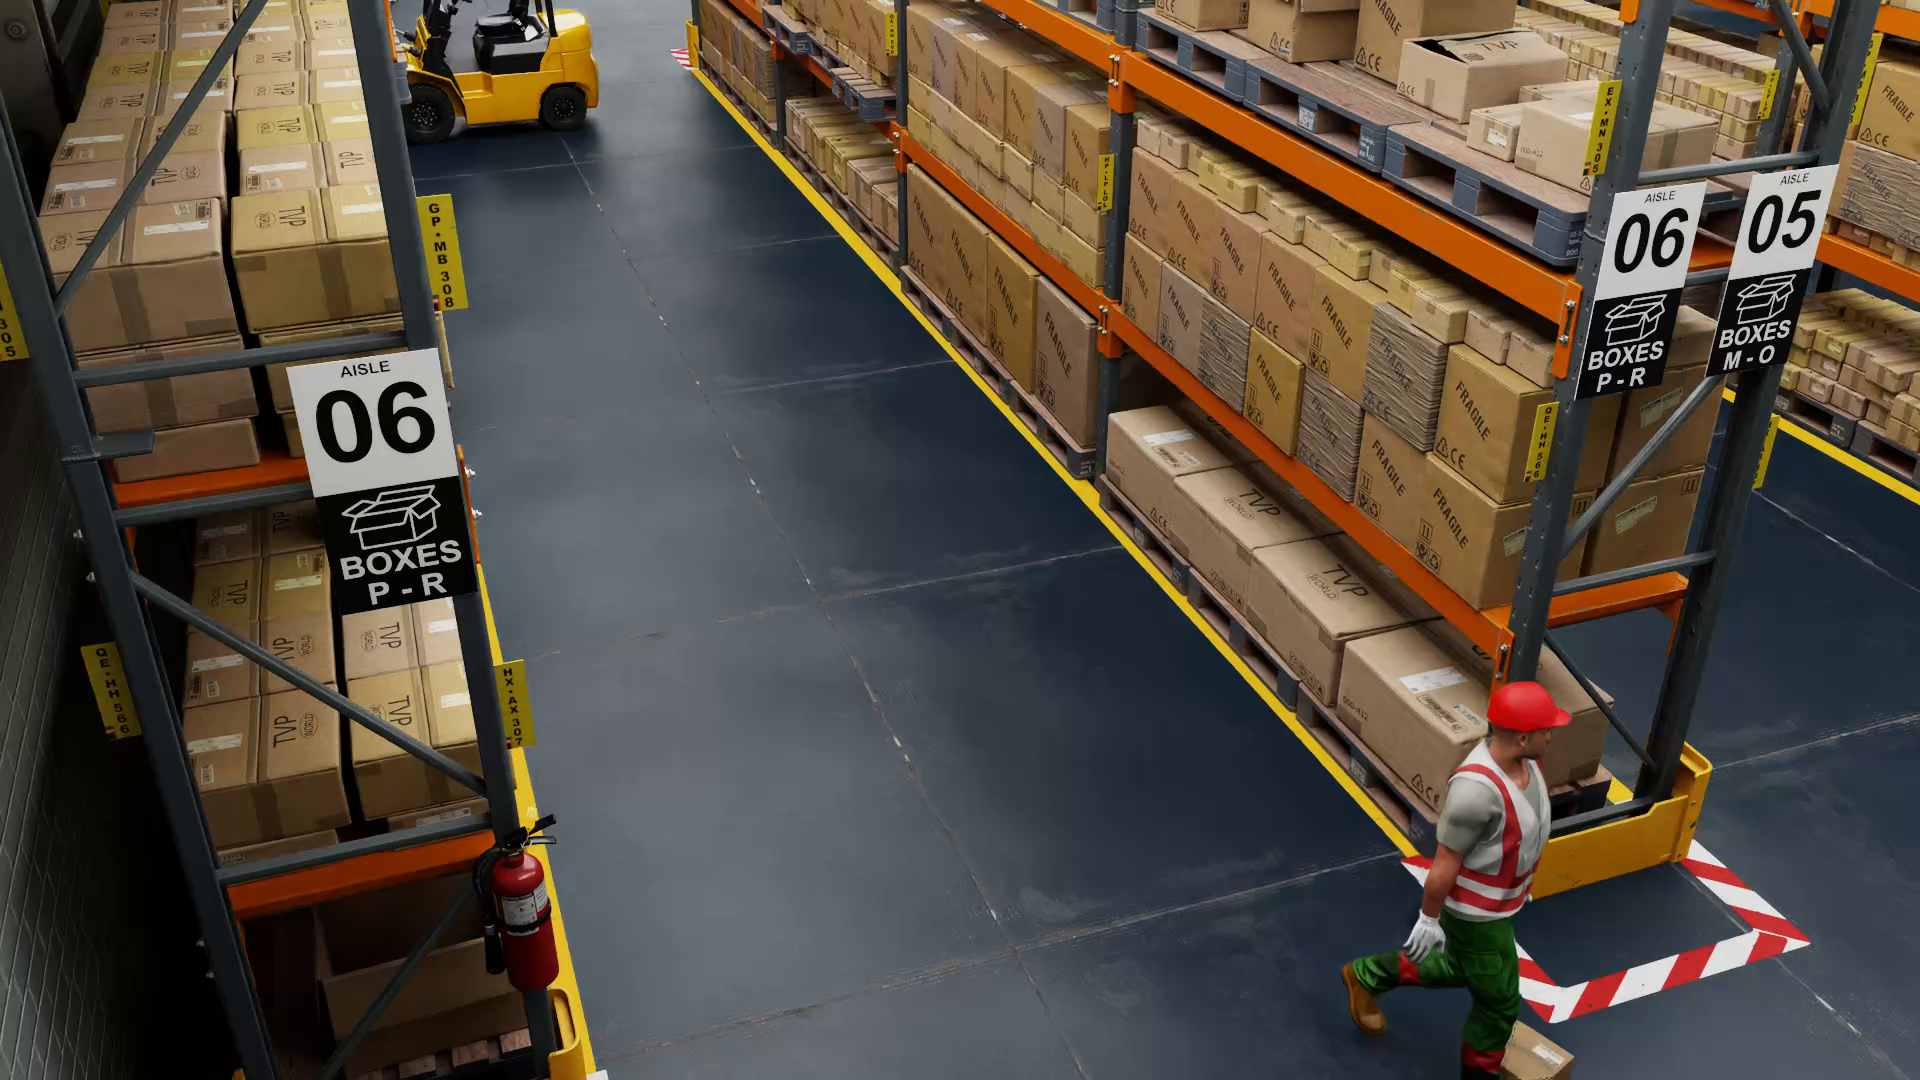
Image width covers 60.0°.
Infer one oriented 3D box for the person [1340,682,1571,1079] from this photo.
[{"bbox_3d":[1.871,1.288,6.067,0.911,1.745,0.623,20,35,31],"label":"person"}]
